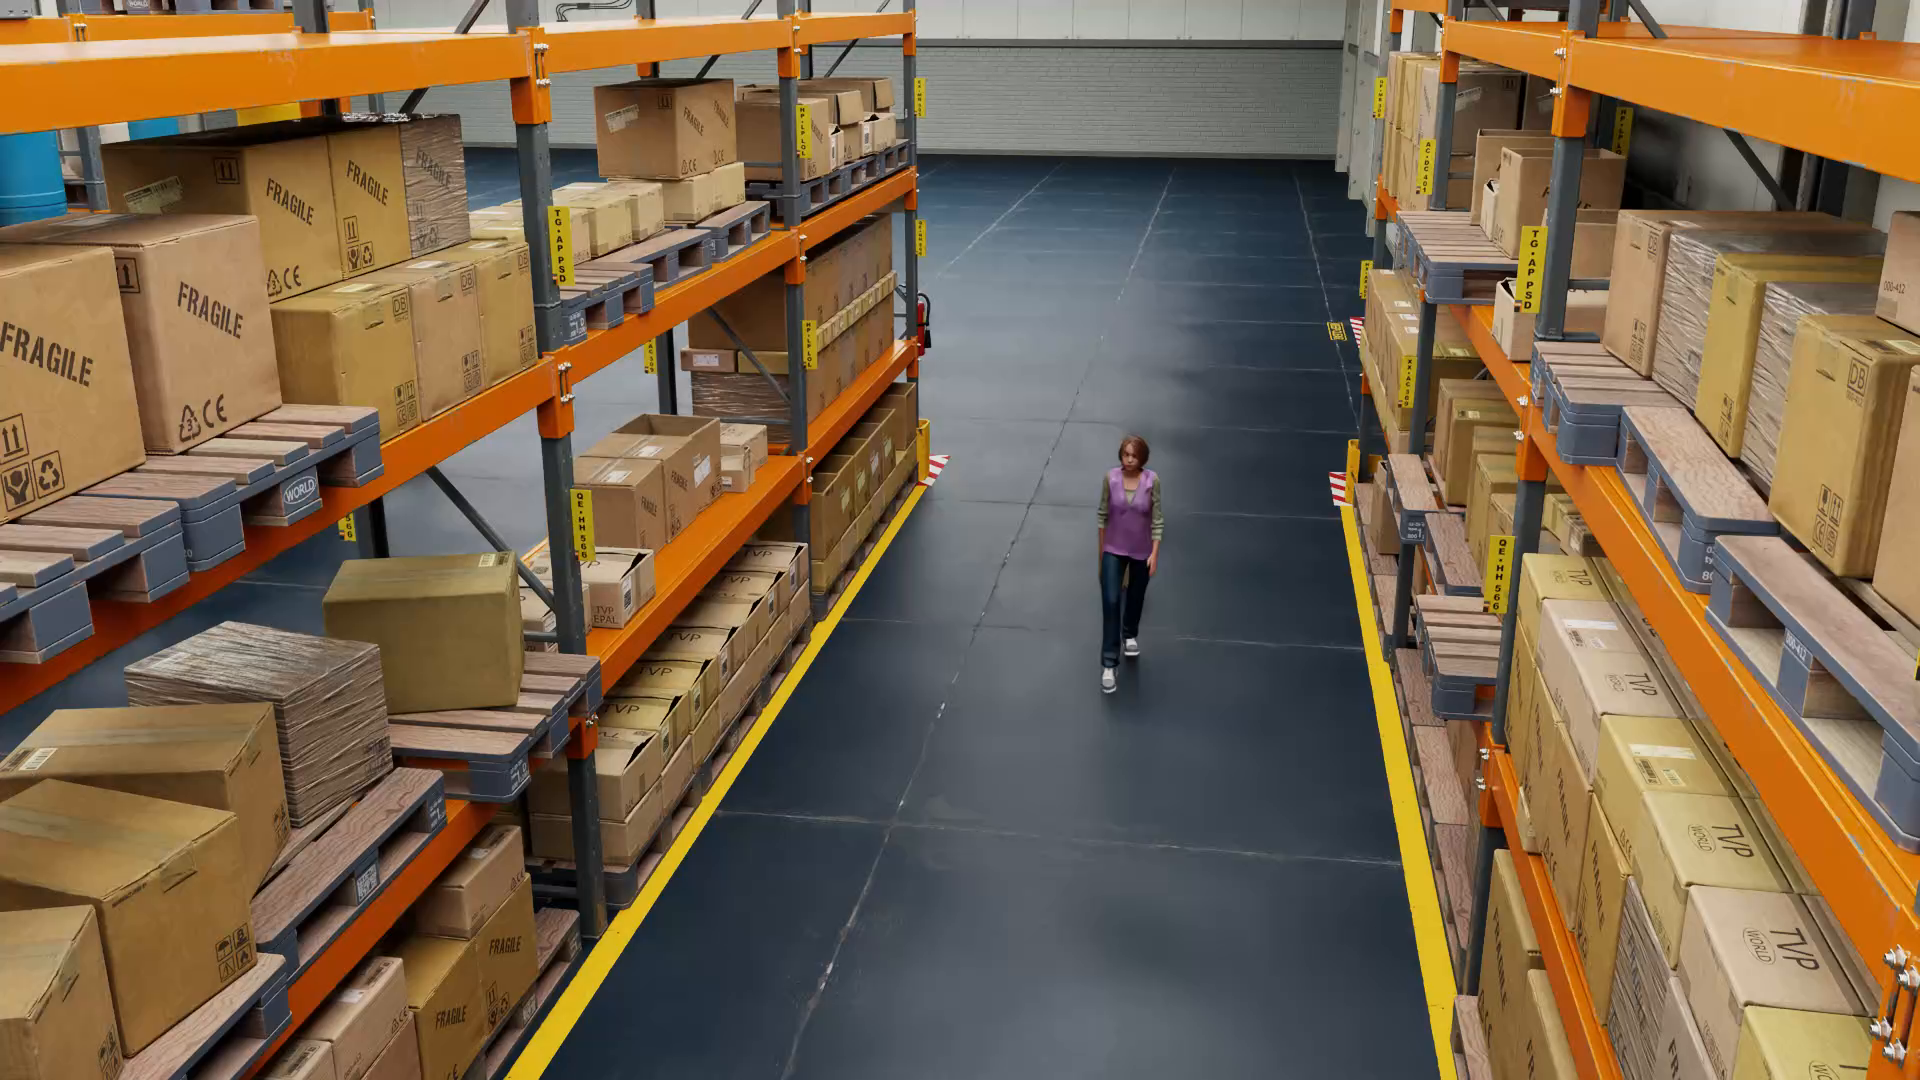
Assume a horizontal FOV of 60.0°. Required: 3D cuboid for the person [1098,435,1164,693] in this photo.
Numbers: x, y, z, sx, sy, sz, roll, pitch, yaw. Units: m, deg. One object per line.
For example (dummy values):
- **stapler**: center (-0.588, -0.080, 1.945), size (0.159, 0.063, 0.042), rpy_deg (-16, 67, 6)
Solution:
- **person**: center (1.094, 0.103, 10.730), size (0.428, 1.584, 0.827), rpy_deg (2, 18, 5)
